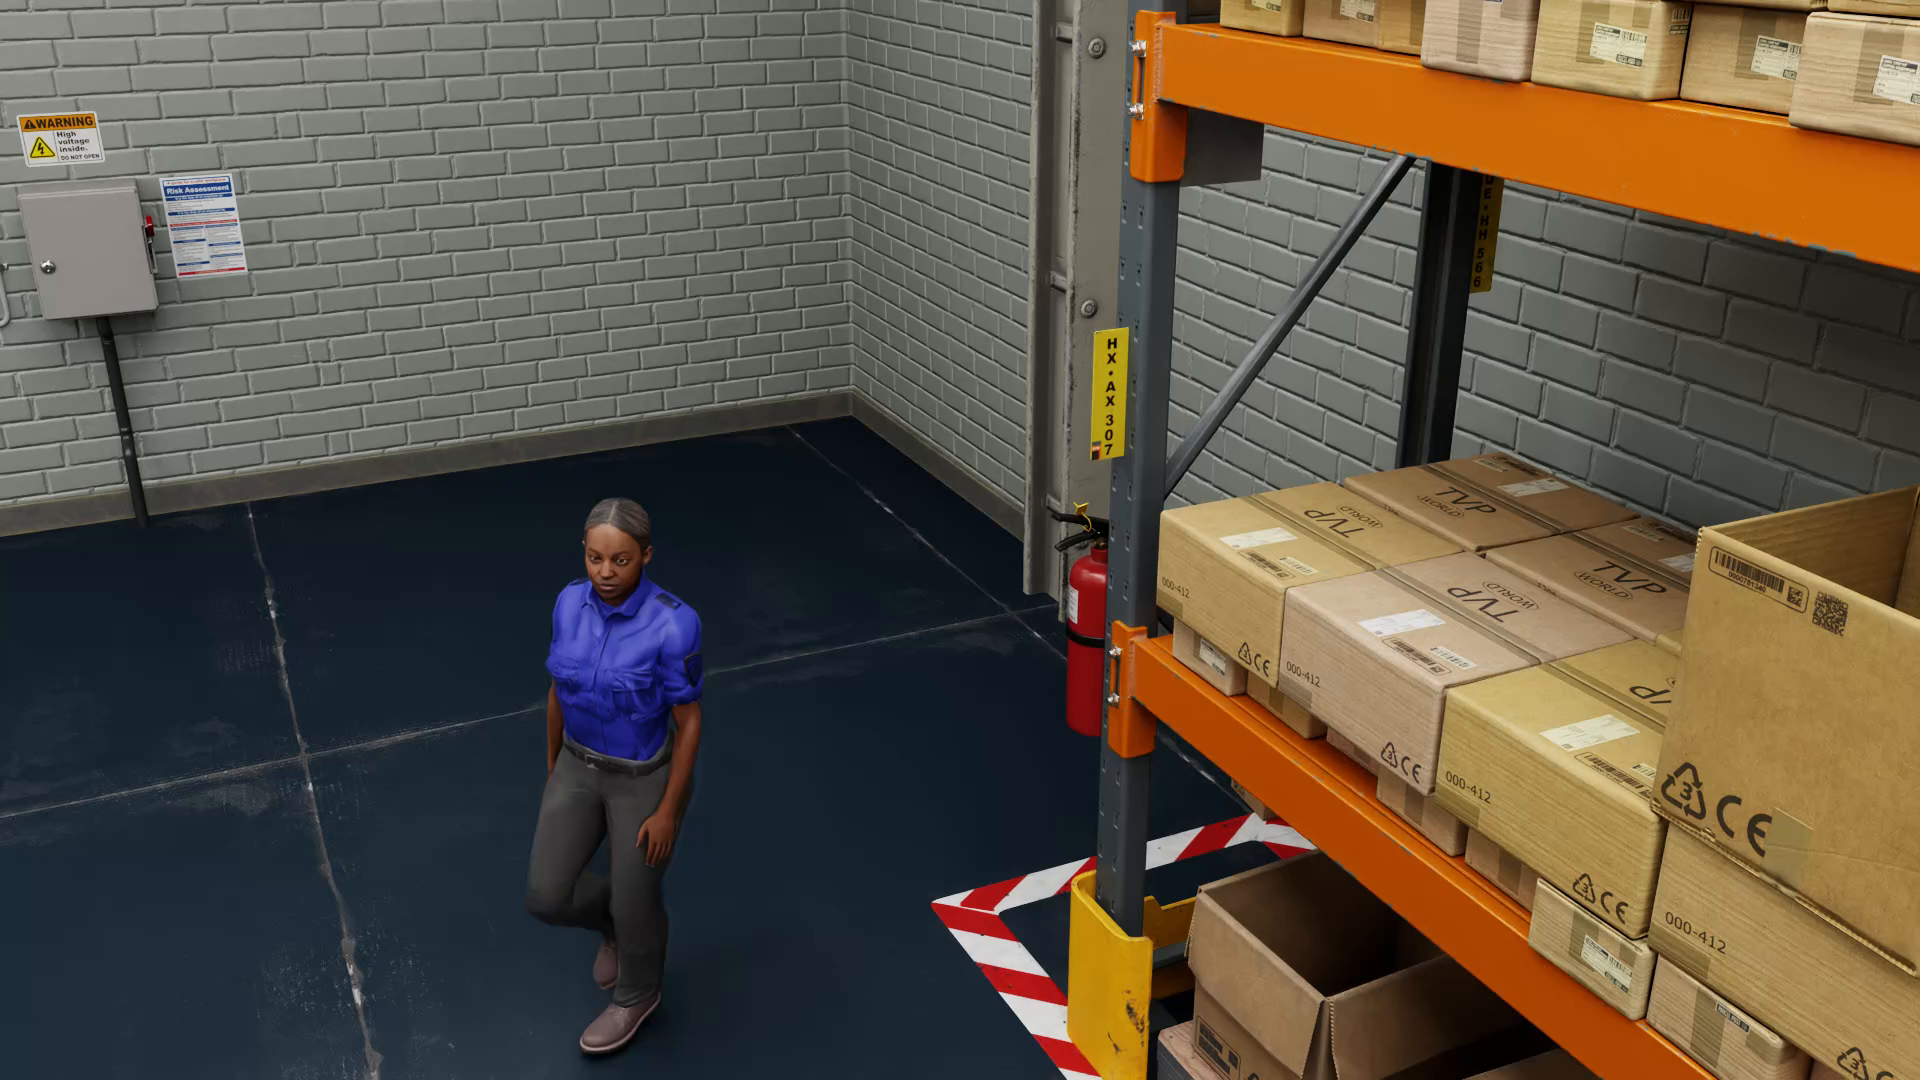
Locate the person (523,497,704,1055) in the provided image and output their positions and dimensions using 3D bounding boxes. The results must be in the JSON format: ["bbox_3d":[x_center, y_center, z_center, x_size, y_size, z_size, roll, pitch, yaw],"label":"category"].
[{"bbox_3d":[-0.889,0.640,4.476,0.502,1.649,0.477,9,24,20],"label":"person"}]
